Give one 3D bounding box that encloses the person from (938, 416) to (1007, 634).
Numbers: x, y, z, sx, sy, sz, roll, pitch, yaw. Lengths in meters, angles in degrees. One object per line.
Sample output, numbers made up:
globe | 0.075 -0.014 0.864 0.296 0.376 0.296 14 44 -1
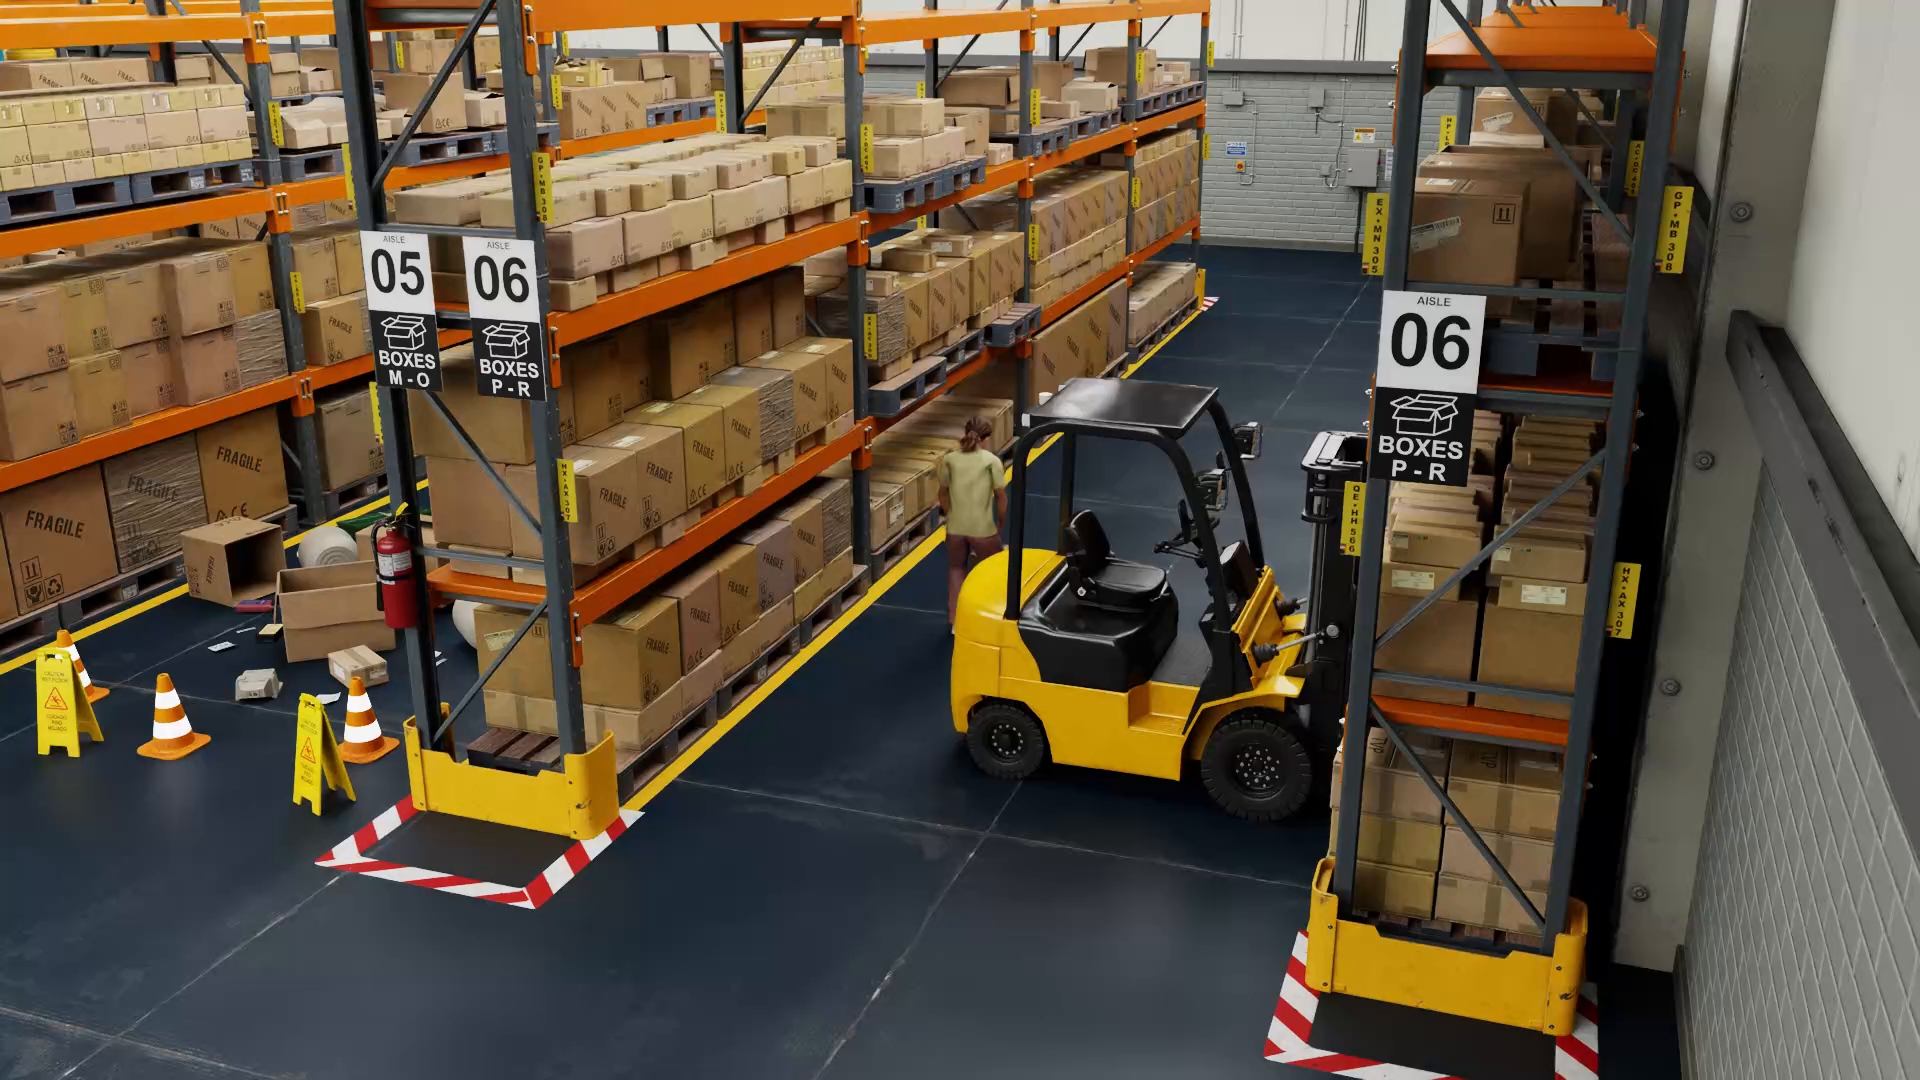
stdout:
person | 0.080 -0.086 11.580 0.498 1.515 0.533 6 20 17
